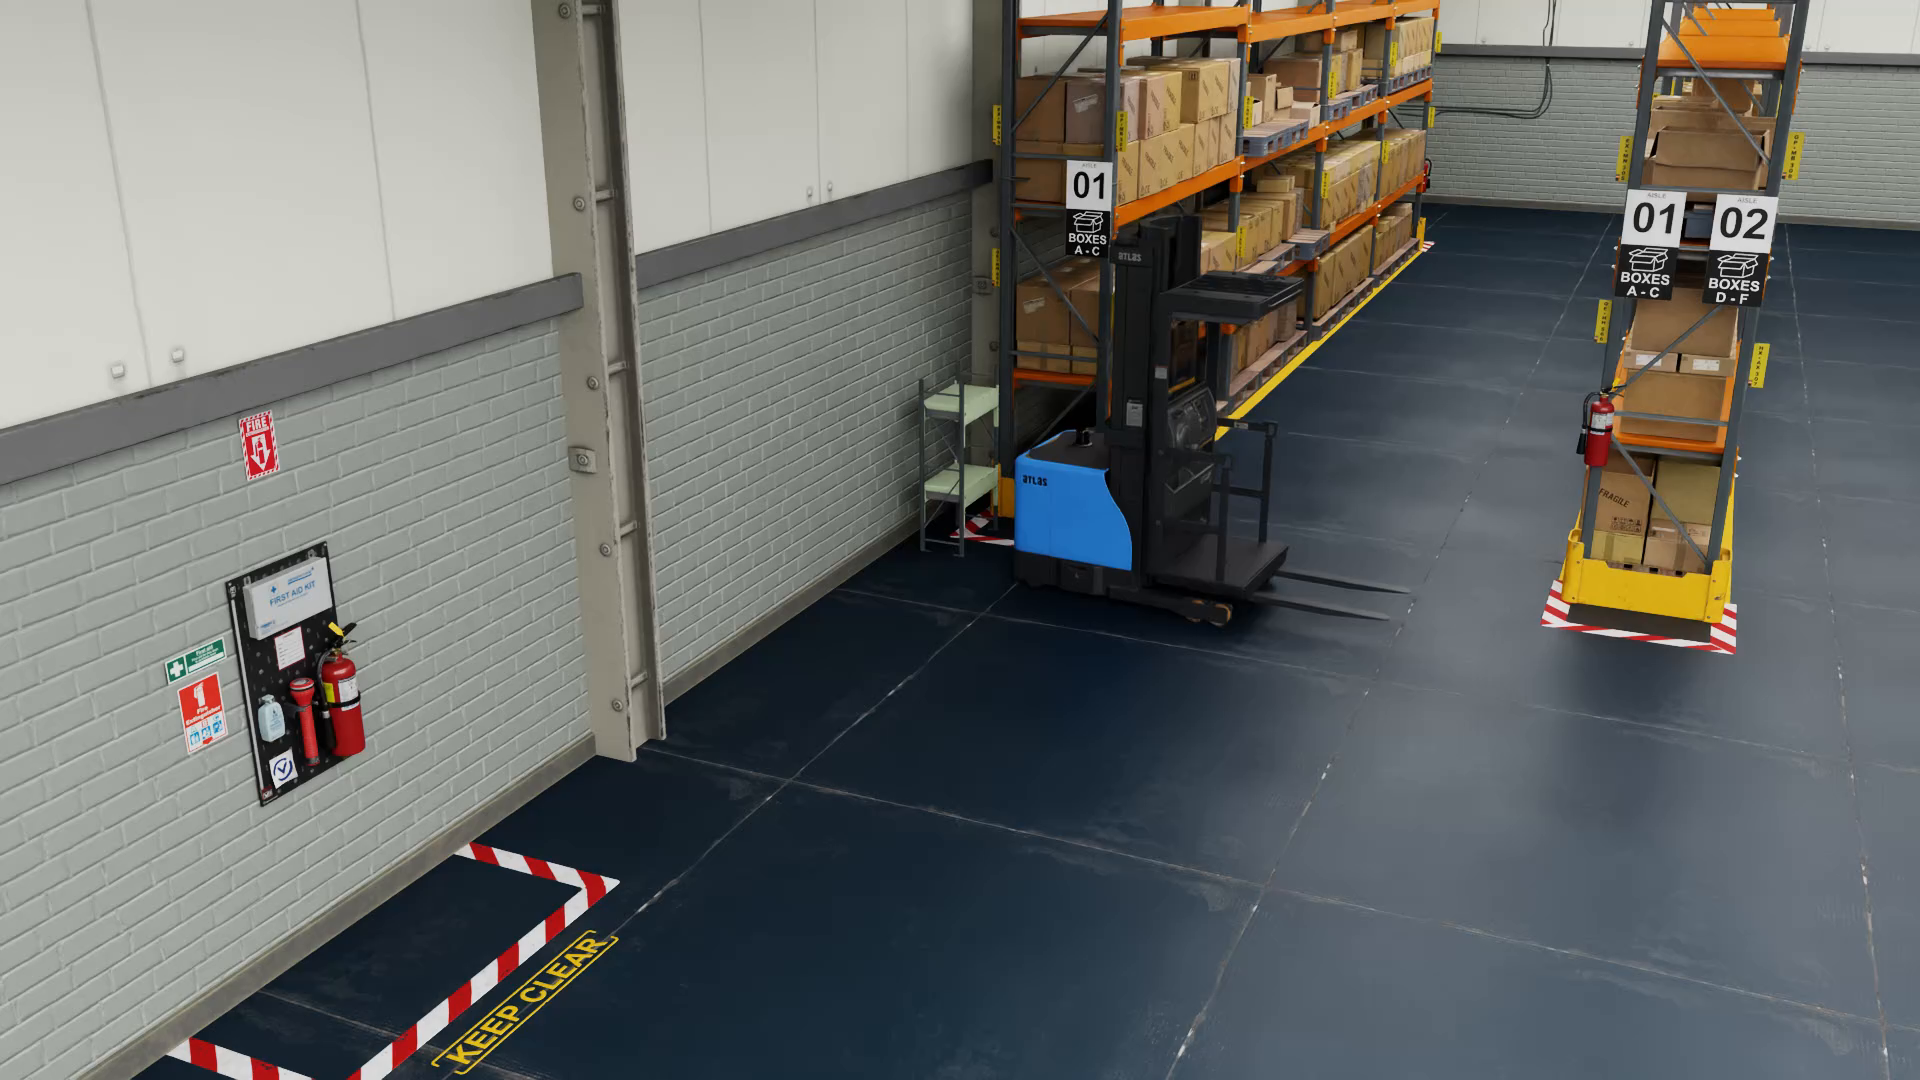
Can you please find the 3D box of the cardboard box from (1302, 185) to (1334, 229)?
[{"bbox_3d":[4.534,-4.346,21.589,0.500,0.500,0.500,9,22,24],"label":"cardboard box"}]

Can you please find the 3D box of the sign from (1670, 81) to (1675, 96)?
[{"bbox_3d":[8.128,-5.089,19.054,0.100,0.325,0.005,9,21,23],"label":"sign"}]

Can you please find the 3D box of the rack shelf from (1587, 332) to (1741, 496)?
[{"bbox_3d":[6.165,-1.184,14.396,1.077,0.370,4.000,9,21,23],"label":"rack shelf"}]

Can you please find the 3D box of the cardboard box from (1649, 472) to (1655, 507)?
[{"bbox_3d":[5.899,-0.479,14.815,0.500,0.250,0.500,9,21,23],"label":"cardboard box"}]

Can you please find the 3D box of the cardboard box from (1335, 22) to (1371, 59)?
[{"bbox_3d":[5.812,-7.445,24.779,0.500,0.500,0.500,8,21,22],"label":"cardboard box"}]

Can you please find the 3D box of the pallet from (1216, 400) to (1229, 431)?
[{"bbox_3d":[2.220,-1.289,17.779,1.003,0.211,1.213,9,21,23],"label":"pallet"}]

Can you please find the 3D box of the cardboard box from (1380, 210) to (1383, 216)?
[{"bbox_3d":[6.741,-5.414,27.351,0.380,0.149,0.250,9,21,23],"label":"cardboard box"}]

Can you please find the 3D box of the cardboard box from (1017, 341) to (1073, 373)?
[{"bbox_3d":[0.840,-1.699,14.962,0.500,0.250,0.500,9,21,23],"label":"cardboard box"}]

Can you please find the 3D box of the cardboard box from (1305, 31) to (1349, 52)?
[{"bbox_3d":[5.047,-6.858,22.874,0.500,0.250,0.500,8,21,21],"label":"cardboard box"}]

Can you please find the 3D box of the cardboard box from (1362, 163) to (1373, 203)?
[{"bbox_3d":[5.580,-5.122,23.773,0.500,0.500,0.500,9,21,23],"label":"cardboard box"}]

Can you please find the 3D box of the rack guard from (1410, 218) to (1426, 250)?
[{"bbox_3d":[7.387,-5.311,28.657,1.175,0.500,0.348,9,21,23],"label":"rack guard"}]

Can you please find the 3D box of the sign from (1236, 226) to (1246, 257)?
[{"bbox_3d":[2.961,-3.149,17.555,0.100,0.325,0.005,9,21,23],"label":"sign"}]

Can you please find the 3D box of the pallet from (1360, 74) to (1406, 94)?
[{"bbox_3d":[6.084,-6.879,24.990,1.003,0.211,1.213,9,21,23],"label":"pallet"}]

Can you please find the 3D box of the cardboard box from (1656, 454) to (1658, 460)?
[{"bbox_3d":[6.099,-0.986,15.122,0.500,0.500,0.500,9,21,23],"label":"cardboard box"}]

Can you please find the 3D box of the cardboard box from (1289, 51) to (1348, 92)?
[{"bbox_3d":[4.846,-6.349,22.563,0.700,0.500,0.500,9,21,23],"label":"cardboard box"}]

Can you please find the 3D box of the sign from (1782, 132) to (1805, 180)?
[{"bbox_3d":[5.850,-2.696,11.674,0.100,0.325,0.005,9,21,23],"label":"sign"}]

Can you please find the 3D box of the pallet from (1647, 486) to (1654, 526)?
[{"bbox_3d":[6.122,-0.209,14.742,1.003,0.211,1.213,9,21,23],"label":"pallet"}]

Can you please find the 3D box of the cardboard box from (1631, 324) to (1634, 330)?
[{"bbox_3d":[5.644,-1.642,13.493,0.380,0.149,0.250,9,21,23],"label":"cardboard box"}]

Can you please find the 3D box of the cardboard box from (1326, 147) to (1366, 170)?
[{"bbox_3d":[5.354,-5.320,23.209,0.500,0.250,0.500,9,21,24],"label":"cardboard box"}]

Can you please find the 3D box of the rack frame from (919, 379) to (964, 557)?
[{"bbox_3d":[-0.153,-0.593,13.897,0.400,1.500,0.023,9,21,23],"label":"rack frame"}]

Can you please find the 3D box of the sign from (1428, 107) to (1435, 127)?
[{"bbox_3d":[7.866,-7.060,27.762,0.100,0.325,0.005,9,21,23],"label":"sign"}]

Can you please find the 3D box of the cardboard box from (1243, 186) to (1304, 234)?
[{"bbox_3d":[3.918,-4.145,20.842,0.700,0.500,0.500,6,20,16],"label":"cardboard box"}]

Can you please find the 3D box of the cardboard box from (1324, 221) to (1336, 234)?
[{"bbox_3d":[4.744,-4.141,21.982,0.380,0.149,0.250,9,22,24],"label":"cardboard box"}]

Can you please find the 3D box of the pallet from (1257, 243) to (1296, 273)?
[{"bbox_3d":[3.328,-3.335,19.655,1.003,0.211,1.213,9,21,23],"label":"pallet"}]

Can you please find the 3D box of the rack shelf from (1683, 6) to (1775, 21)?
[{"bbox_3d":[9.441,-6.268,20.334,1.077,0.370,4.000,9,21,23],"label":"rack shelf"}]

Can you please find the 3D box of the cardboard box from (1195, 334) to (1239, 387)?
[{"bbox_3d":[2.749,-2.070,18.887,0.700,0.500,0.500,9,22,25],"label":"cardboard box"}]

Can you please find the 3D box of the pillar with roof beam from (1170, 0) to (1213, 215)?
[{"bbox_3d":[6.707,-5.993,17.891,9.100,9.000,0.400,9,21,23],"label":"pillar with roof beam"}]

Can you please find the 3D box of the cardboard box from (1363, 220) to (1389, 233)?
[{"bbox_3d":[6.446,-4.879,25.846,0.380,0.149,0.250,9,22,25],"label":"cardboard box"}]

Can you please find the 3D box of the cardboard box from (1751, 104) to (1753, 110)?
[{"bbox_3d":[8.289,-4.589,18.015,0.500,0.250,0.500,9,22,24],"label":"cardboard box"}]

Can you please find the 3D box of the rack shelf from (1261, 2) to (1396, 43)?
[{"bbox_3d":[4.920,-6.946,22.242,1.077,0.370,4.000,9,21,23],"label":"rack shelf"}]

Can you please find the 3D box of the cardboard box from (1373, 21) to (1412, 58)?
[{"bbox_3d":[6.492,-7.537,25.037,0.500,0.500,0.500,8,21,22],"label":"cardboard box"}]

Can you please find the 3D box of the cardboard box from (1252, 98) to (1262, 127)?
[{"bbox_3d":[3.012,-4.727,18.313,0.500,0.311,0.500,9,22,24],"label":"cardboard box"}]

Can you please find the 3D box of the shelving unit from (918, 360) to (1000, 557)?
[{"bbox_3d":[-0.003,-0.705,14.212,0.431,1.500,0.755,9,21,23],"label":"shelving unit"}]

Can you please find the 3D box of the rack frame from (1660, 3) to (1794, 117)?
[{"bbox_3d":[6.984,-4.961,14.989,1.000,3.000,0.127,9,21,23],"label":"rack frame"}]

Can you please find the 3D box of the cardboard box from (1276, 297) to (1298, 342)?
[{"bbox_3d":[3.854,-2.838,21.047,0.700,0.500,0.500,9,21,23],"label":"cardboard box"}]

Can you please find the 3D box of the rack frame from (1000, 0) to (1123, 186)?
[{"bbox_3d":[0.825,-4.417,13.459,1.000,3.000,0.127,9,21,23],"label":"rack frame"}]

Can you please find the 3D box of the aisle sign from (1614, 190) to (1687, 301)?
[{"bbox_3d":[5.051,-2.157,12.177,0.394,0.787,0.004,9,21,23],"label":"aisle sign"}]

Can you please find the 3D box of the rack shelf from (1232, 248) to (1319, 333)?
[{"bbox_3d":[3.282,-3.086,19.742,1.077,0.370,4.000,9,21,23],"label":"rack shelf"}]

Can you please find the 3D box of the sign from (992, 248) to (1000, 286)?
[{"bbox_3d":[0.327,-2.367,14.448,0.100,0.325,0.005,9,21,23],"label":"sign"}]

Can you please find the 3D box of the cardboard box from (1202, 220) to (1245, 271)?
[{"bbox_3d":[2.703,-3.218,18.236,0.700,0.500,0.500,9,21,23],"label":"cardboard box"}]

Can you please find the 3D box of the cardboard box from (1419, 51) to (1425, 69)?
[{"bbox_3d":[7.107,-7.649,26.473,0.500,0.250,0.500,8,21,21],"label":"cardboard box"}]

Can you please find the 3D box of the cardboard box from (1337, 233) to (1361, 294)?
[{"bbox_3d":[5.230,-3.955,23.695,0.750,0.750,0.750,9,22,24],"label":"cardboard box"}]

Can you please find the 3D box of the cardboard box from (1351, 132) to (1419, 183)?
[{"bbox_3d":[6.890,-6.242,27.095,0.980,0.700,0.700,8,21,22],"label":"cardboard box"}]

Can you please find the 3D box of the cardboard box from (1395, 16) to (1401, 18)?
[{"bbox_3d":[6.858,-8.232,26.993,0.500,0.500,0.500,8,21,21],"label":"cardboard box"}]

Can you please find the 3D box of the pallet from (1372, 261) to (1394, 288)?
[{"bbox_3d":[6.122,-4.167,25.870,1.003,0.211,1.213,9,21,23],"label":"pallet"}]

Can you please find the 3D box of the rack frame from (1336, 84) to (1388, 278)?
[{"bbox_3d":[5.739,-5.259,24.779,1.000,3.000,0.127,9,21,23],"label":"rack frame"}]

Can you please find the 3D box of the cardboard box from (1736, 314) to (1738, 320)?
[{"bbox_3d":[6.333,-1.825,14.006,0.380,0.149,0.250,9,21,23],"label":"cardboard box"}]

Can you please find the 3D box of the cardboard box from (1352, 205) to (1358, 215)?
[{"bbox_3d":[5.415,-4.700,23.552,0.380,0.149,0.250,9,21,23],"label":"cardboard box"}]

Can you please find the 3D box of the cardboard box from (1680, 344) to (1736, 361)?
[{"bbox_3d":[5.809,-1.436,12.913,0.380,0.149,0.250,8,21,21],"label":"cardboard box"}]

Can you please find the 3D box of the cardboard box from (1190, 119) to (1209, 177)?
[{"bbox_3d":[2.071,-3.767,15.929,0.500,0.500,0.500,8,21,21],"label":"cardboard box"}]

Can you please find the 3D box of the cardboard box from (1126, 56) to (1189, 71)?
[{"bbox_3d":[2.002,-4.643,16.901,0.500,0.500,0.500,9,21,24],"label":"cardboard box"}]

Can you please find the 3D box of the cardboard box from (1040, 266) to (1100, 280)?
[{"bbox_3d":[1.039,-2.208,15.276,0.500,0.500,0.500,9,21,23],"label":"cardboard box"}]

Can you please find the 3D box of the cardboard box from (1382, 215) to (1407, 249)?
[{"bbox_3d":[6.977,-5.121,27.495,0.700,0.500,0.500,8,21,23],"label":"cardboard box"}]

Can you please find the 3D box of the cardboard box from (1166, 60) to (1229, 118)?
[{"bbox_3d":[2.289,-4.394,16.199,0.500,0.500,0.500,10,22,26],"label":"cardboard box"}]

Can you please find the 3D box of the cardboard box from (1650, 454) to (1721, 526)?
[{"bbox_3d":[5.972,-0.454,13.626,0.500,0.500,0.500,9,21,23],"label":"cardboard box"}]

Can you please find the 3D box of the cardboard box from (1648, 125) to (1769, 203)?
[{"bbox_3d":[5.585,-2.813,12.435,0.797,0.503,0.637,10,22,26],"label":"cardboard box"}]

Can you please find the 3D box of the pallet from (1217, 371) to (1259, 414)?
[{"bbox_3d":[2.781,-1.737,19.039,1.003,0.211,1.213,9,21,23],"label":"pallet"}]

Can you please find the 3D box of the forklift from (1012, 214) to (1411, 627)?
[{"bbox_3d":[1.962,-0.928,12.703,3.031,2.935,1.130,10,22,27],"label":"forklift"}]

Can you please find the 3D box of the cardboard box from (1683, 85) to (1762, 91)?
[{"bbox_3d":[8.979,-5.112,19.740,0.910,0.500,0.500,9,21,23],"label":"cardboard box"}]
